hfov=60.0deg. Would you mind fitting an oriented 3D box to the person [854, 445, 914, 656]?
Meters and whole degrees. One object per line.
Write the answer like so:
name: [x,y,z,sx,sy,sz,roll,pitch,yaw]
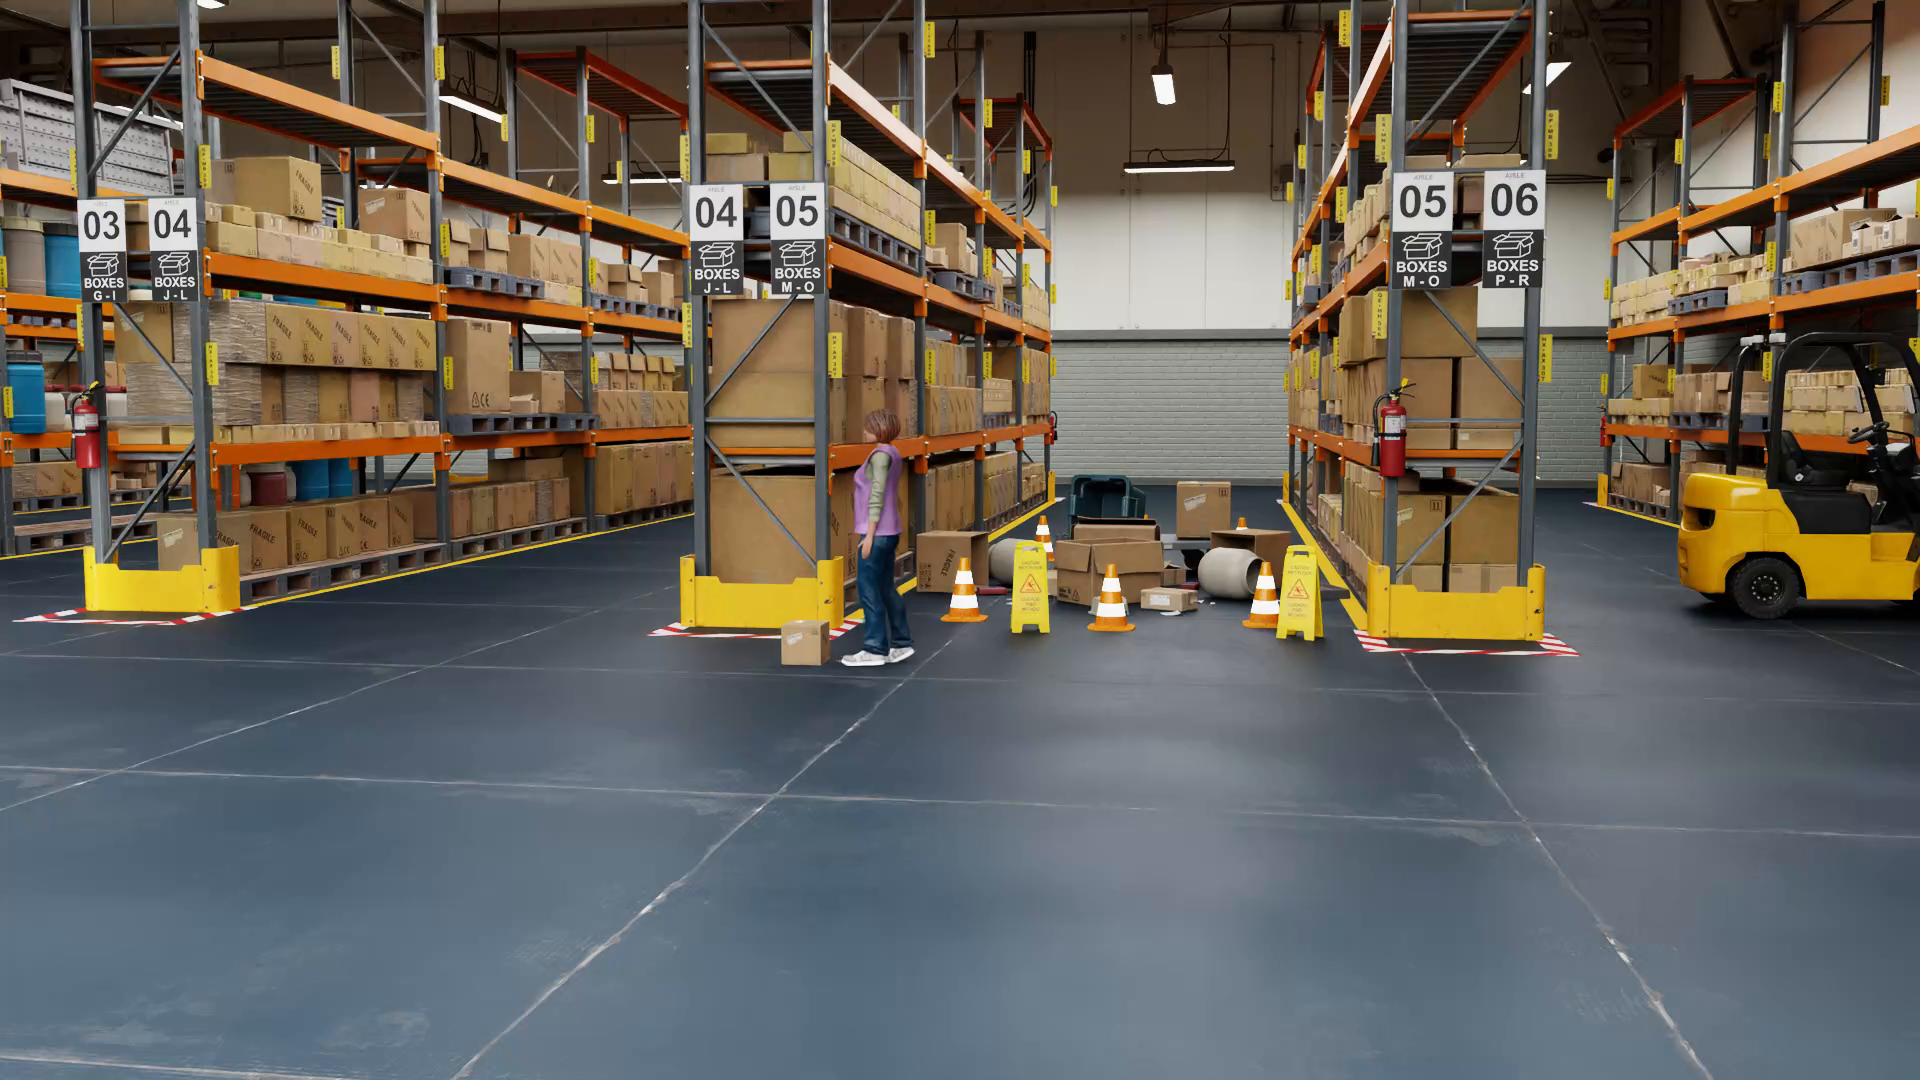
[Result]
person: [-0.481,0.063,10.339,0.339,1.306,0.428,1,5,10]
